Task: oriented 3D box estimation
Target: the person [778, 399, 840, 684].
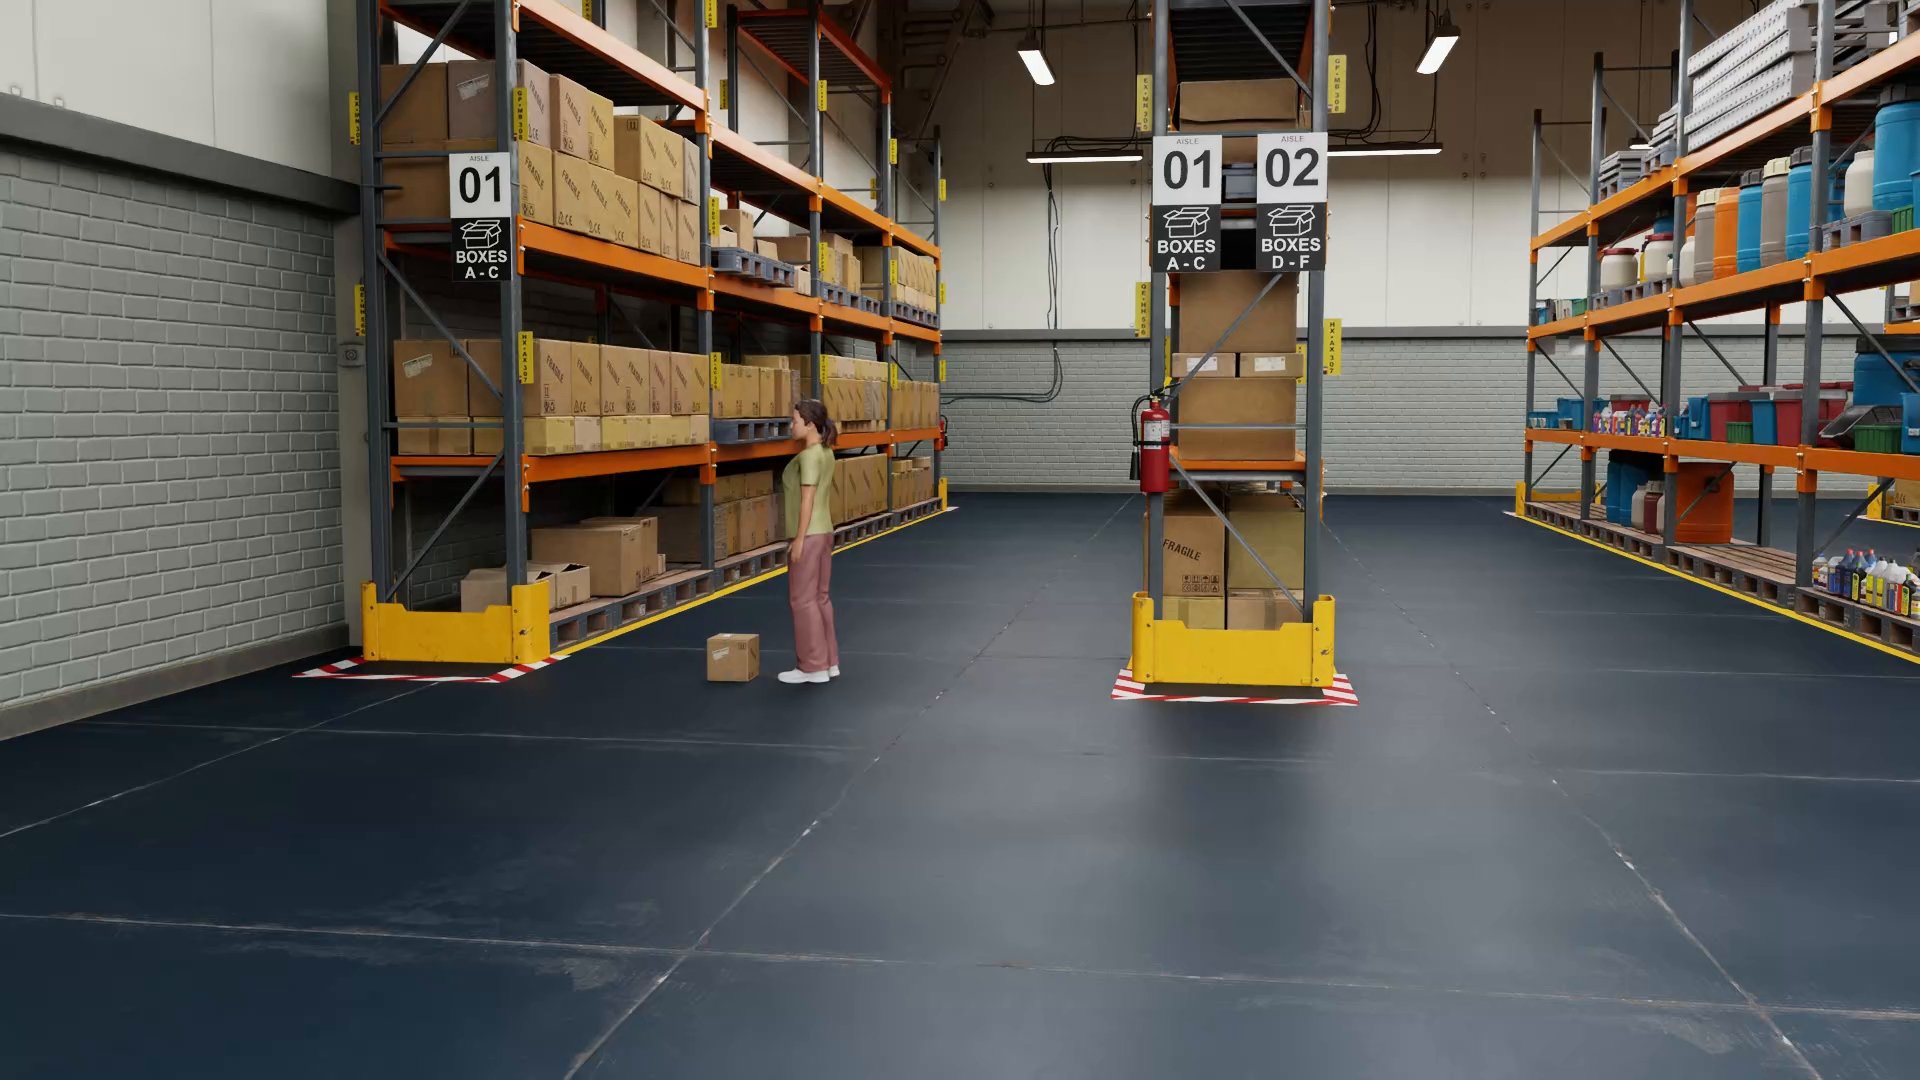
[{"bbox_3d":[-0.883,0.009,9.833,0.359,1.679,0.446,1,5,10],"label":"person"}]
